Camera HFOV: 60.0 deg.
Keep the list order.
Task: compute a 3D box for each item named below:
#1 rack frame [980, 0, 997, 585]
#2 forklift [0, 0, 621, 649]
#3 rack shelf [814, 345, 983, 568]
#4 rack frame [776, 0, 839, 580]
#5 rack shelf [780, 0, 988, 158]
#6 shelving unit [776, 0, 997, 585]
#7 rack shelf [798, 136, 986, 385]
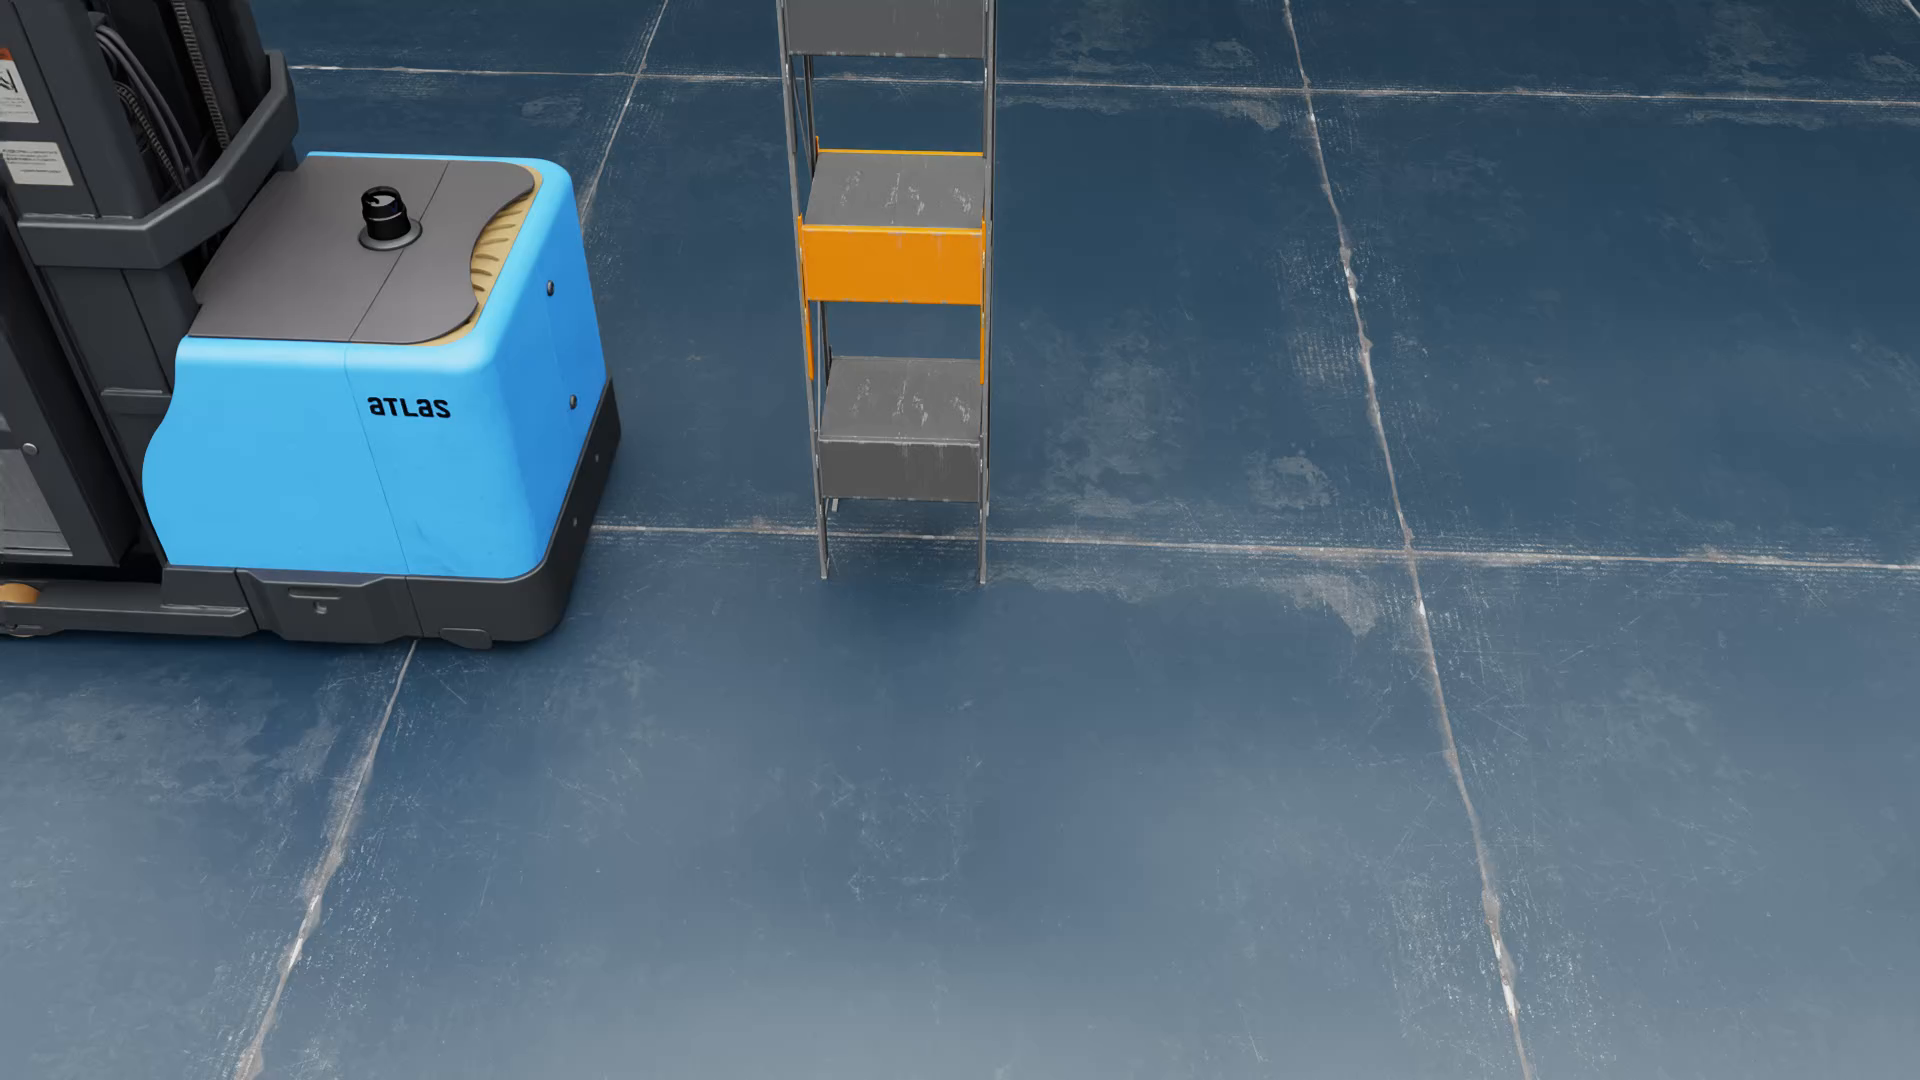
[{"bbox_3d":[0.078,-0.766,4.532,0.015,2.100,0.400,2,43,2],"label":"rack frame"},{"bbox_3d":[-2.662,-1.141,4.325,3.031,2.935,1.130,2,43,3],"label":"forklift"},{"bbox_3d":[-0.165,-0.251,5.026,0.480,0.518,0.431,2,43,2],"label":"rack shelf"},{"bbox_3d":[-0.409,-0.781,4.548,0.015,2.100,0.400,2,43,2],"label":"rack frame"},{"bbox_3d":[-0.165,-1.276,4.072,0.480,0.518,0.431,2,43,2],"label":"rack shelf"},{"bbox_3d":[-0.165,-0.773,4.540,0.503,2.100,0.431,2,43,2],"label":"shelving unit"},{"bbox_3d":[-0.165,-0.763,4.549,0.480,0.518,0.431,2,43,2],"label":"rack shelf"}]
